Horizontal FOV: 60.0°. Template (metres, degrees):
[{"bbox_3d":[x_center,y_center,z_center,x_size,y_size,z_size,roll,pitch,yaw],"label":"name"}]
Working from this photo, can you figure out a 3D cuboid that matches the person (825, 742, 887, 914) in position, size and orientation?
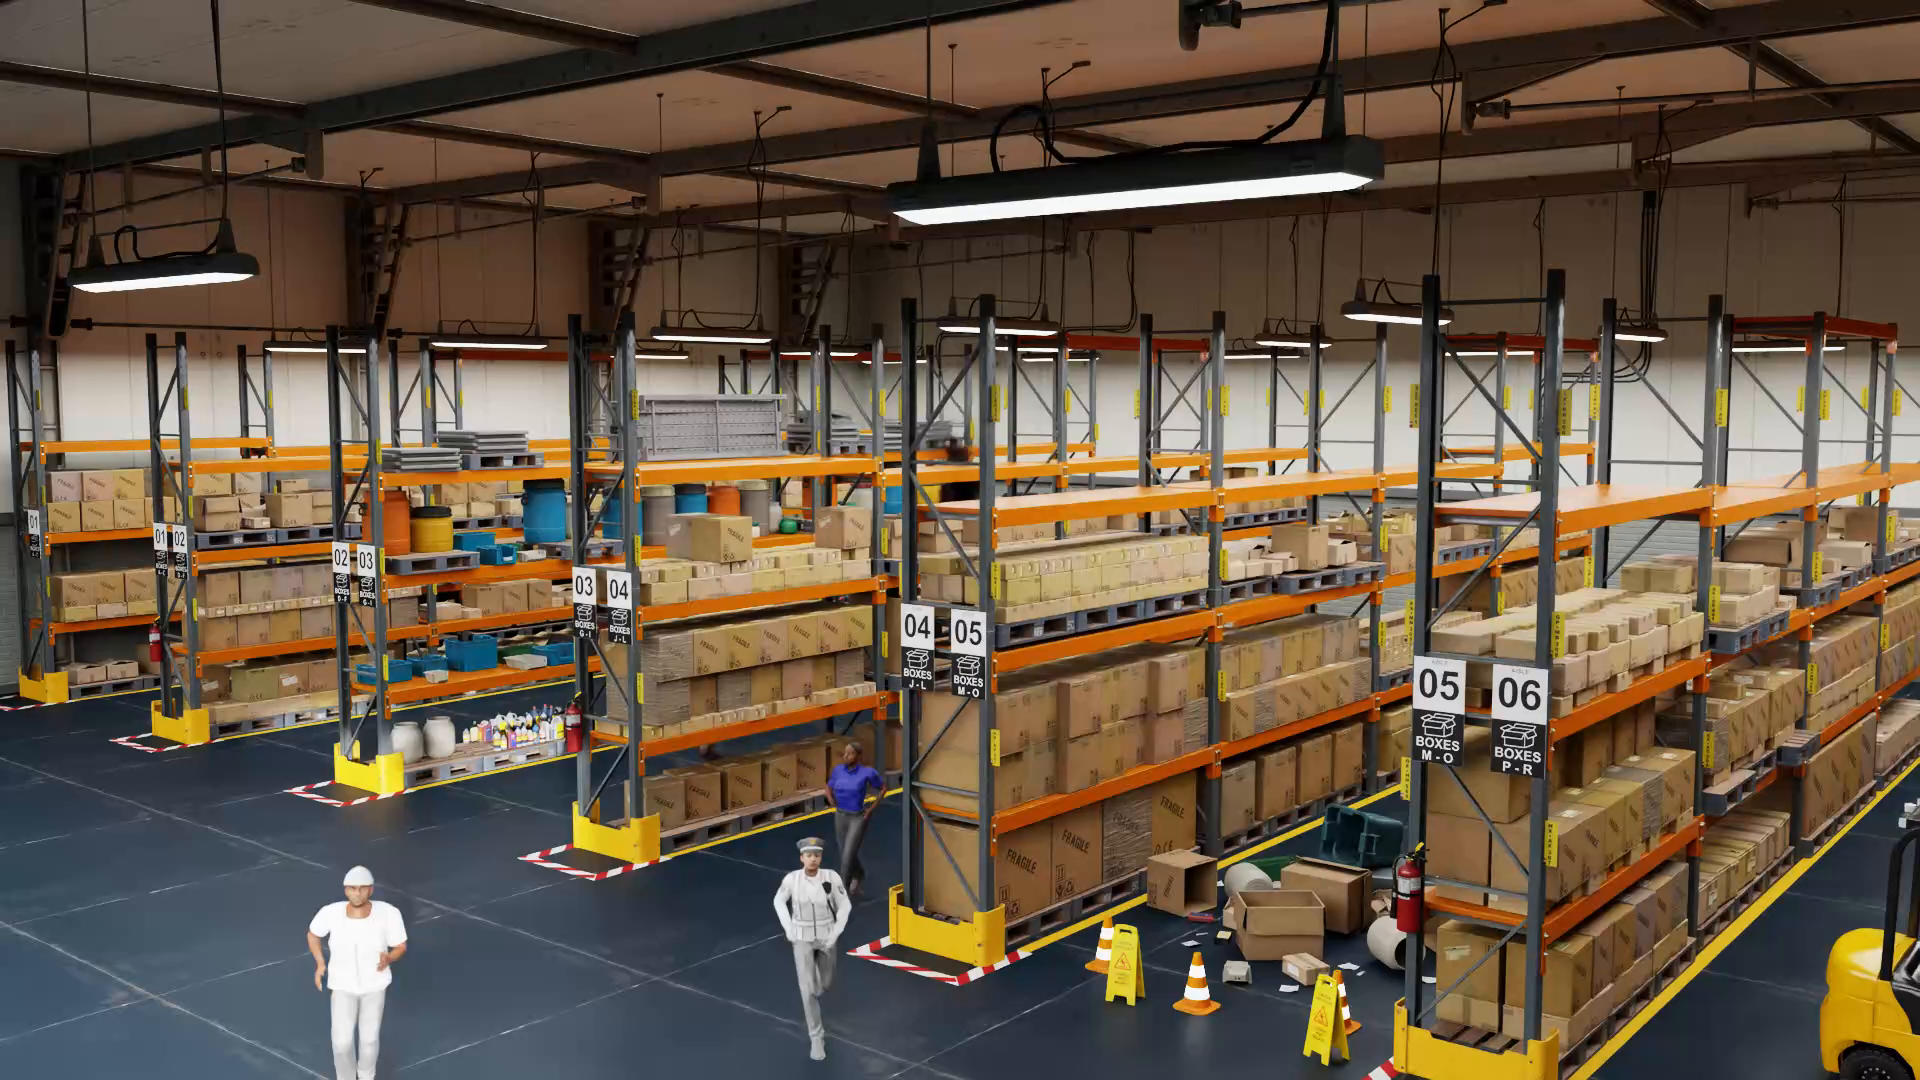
[{"bbox_3d":[-1.064,2.849,16.682,0.603,1.699,0.799,3,6,26],"label":"person"}]

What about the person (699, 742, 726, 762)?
[{"bbox_3d":[-3.279,2.376,21.612,0.635,1.676,0.564,4,7,41],"label":"person"}]

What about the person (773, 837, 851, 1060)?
[{"bbox_3d":[-1.166,3.171,13.245,0.603,1.684,0.934,-1,5,-14],"label":"person"}]

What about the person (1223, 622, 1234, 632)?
[{"bbox_3d":[4.062,2.041,25.311,0.601,1.666,0.934,3,6,32],"label":"person"}]

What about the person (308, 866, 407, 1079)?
[{"bbox_3d":[-4.301,3.227,11.910,0.672,1.803,0.739,-2,5,-21],"label":"person"}]
